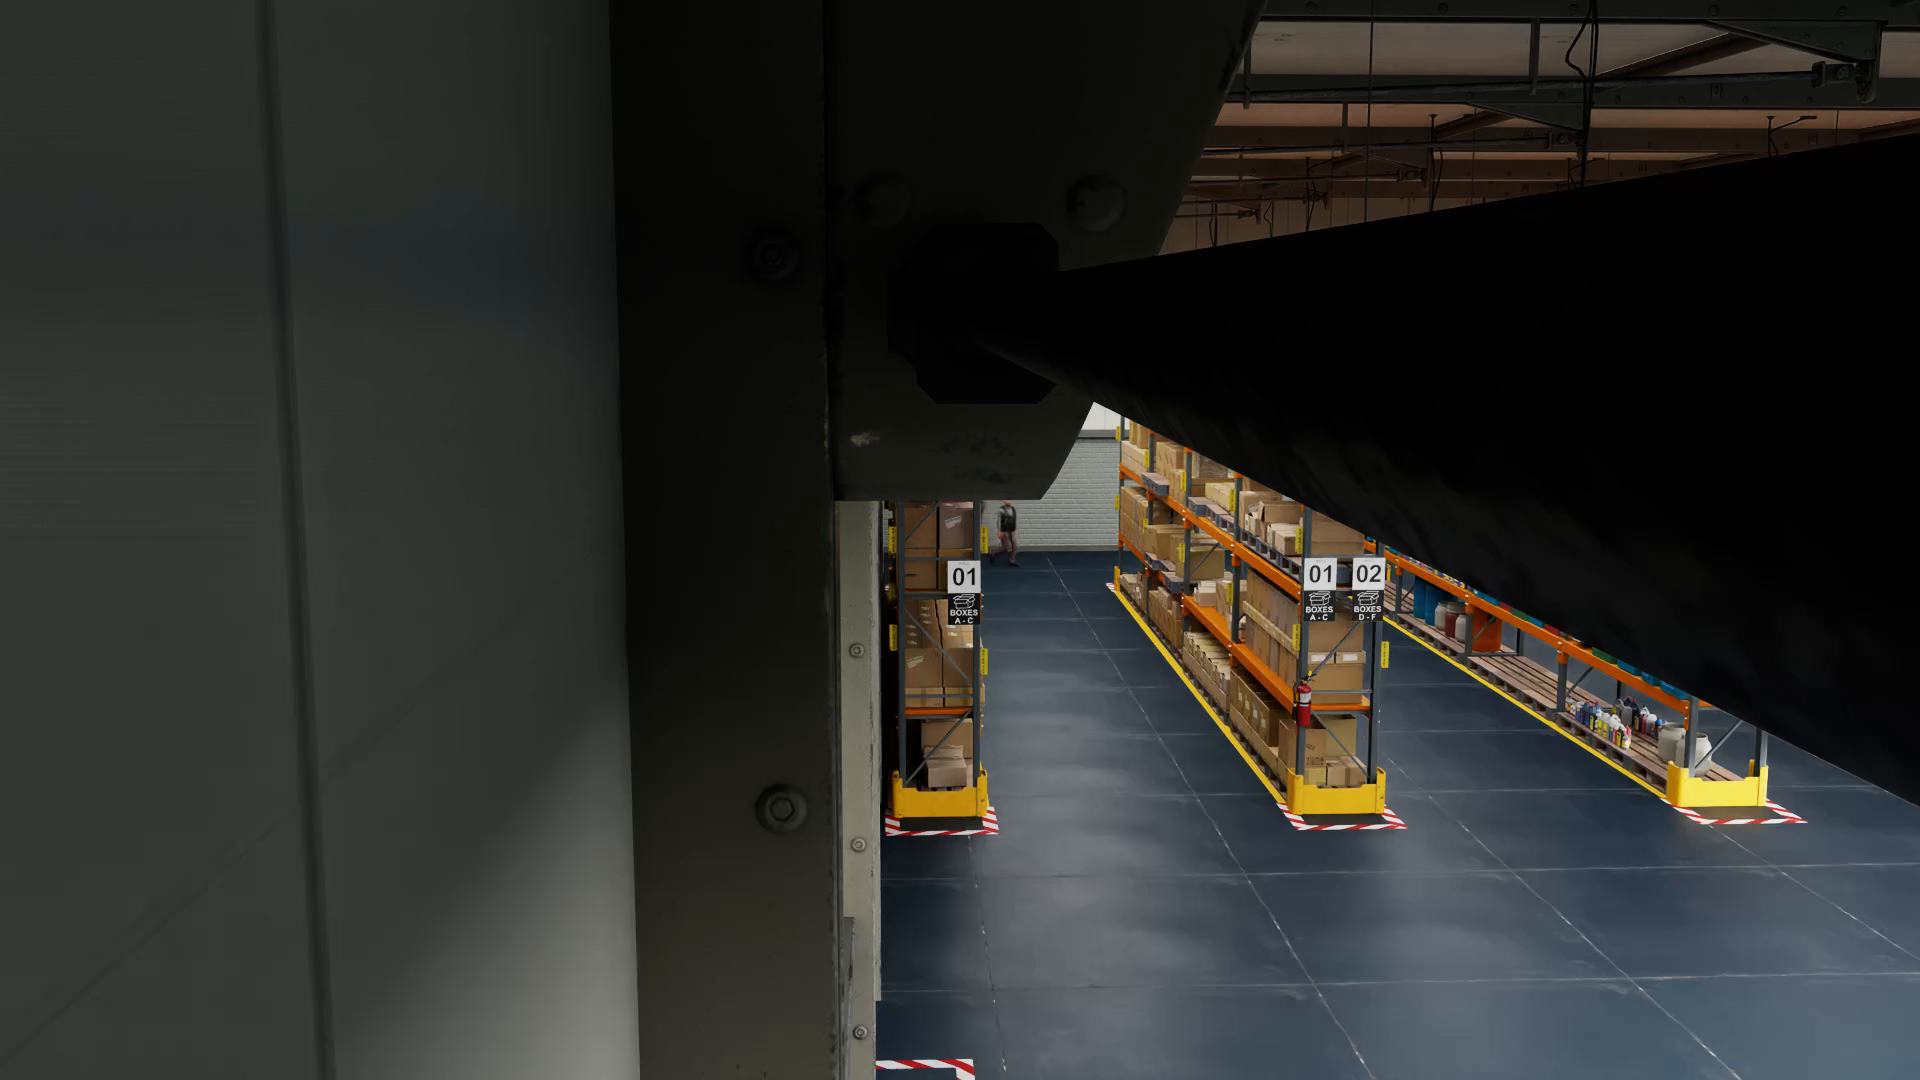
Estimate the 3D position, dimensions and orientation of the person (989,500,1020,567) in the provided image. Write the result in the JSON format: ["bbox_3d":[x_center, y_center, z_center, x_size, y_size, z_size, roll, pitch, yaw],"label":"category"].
[{"bbox_3d":[1.090,-0.213,39.611,0.731,1.690,0.583,6,10,34],"label":"person"}]
